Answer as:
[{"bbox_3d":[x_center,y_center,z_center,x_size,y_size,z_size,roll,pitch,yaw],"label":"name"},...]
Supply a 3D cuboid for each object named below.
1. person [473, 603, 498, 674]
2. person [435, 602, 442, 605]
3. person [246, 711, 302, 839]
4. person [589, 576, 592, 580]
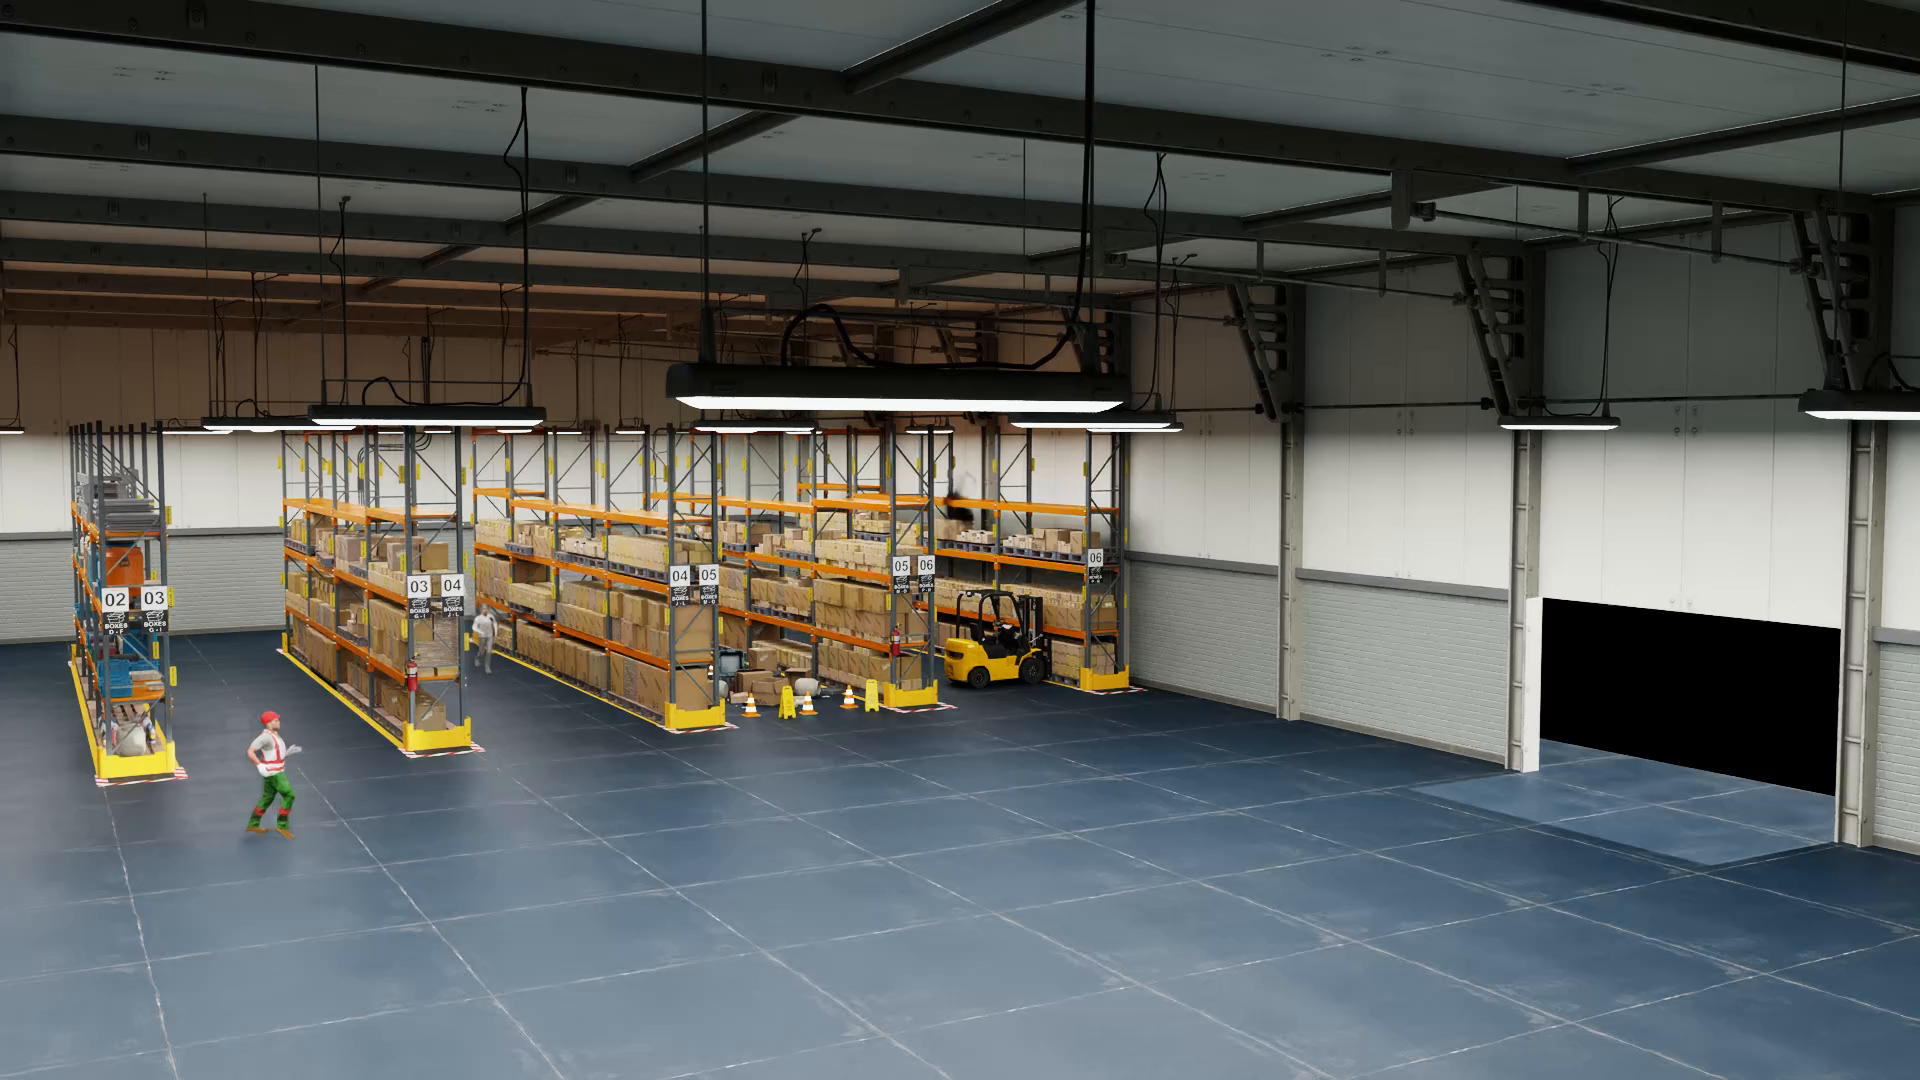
[{"bbox_3d":[-11.613,2.383,40.625,0.588,1.701,0.850,-2,4,-28],"label":"person"},{"bbox_3d":[-14.296,2.052,45.220,0.717,1.774,0.908,-1,4,-9],"label":"person"},{"bbox_3d":[-9.794,3.362,23.711,0.774,1.845,0.643,-1,4,-16],"label":"person"},{"bbox_3d":[-10.880,1.861,49.788,0.794,1.622,0.559,-2,4,-24],"label":"person"}]
